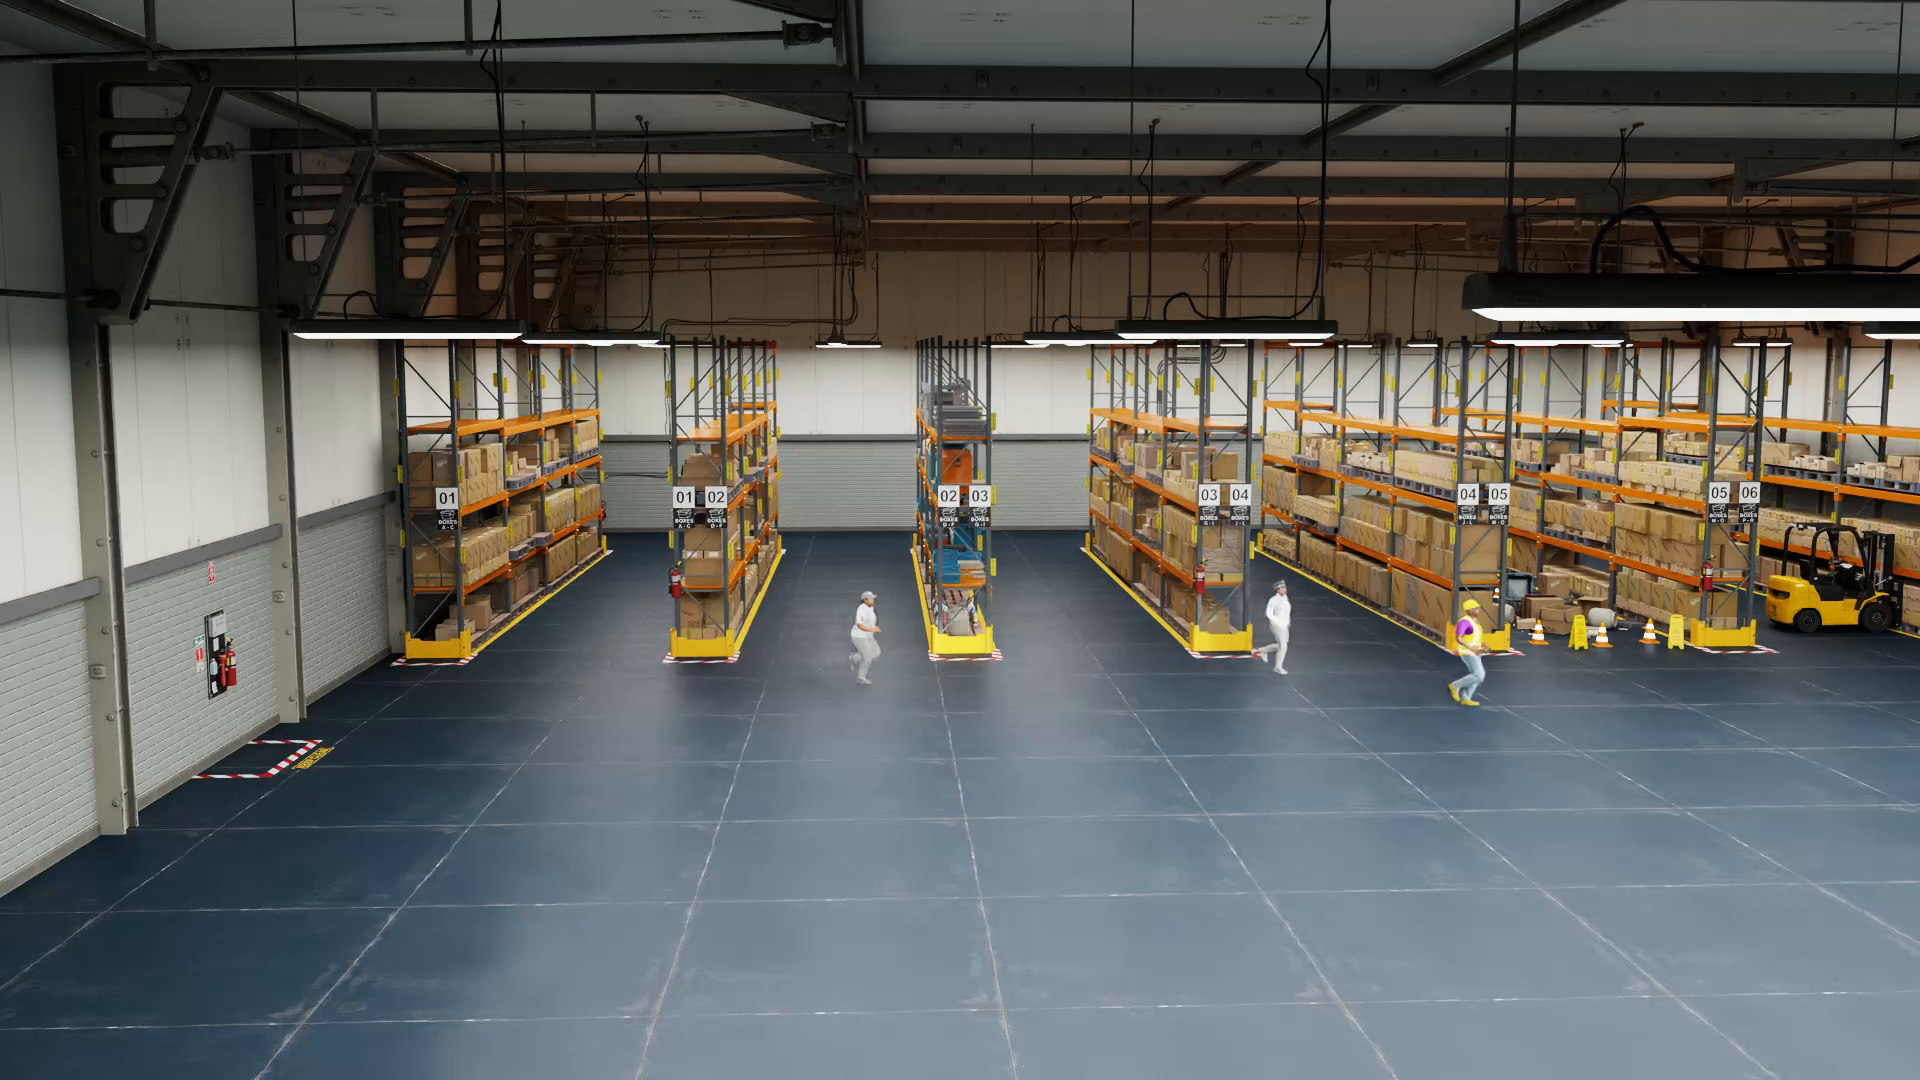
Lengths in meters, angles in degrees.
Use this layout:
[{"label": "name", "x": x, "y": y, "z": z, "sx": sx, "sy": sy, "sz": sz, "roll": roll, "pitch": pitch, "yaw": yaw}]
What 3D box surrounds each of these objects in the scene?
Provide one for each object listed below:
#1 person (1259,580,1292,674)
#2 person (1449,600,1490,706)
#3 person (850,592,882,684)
[{"label": "person", "x": 5.649, "y": 1.532, "z": 29.738, "sx": 0.623, "sy": 1.686, "sz": 0.635, "roll": 6, "pitch": 9, "yaw": 44}, {"label": "person", "x": 8.229, "y": 1.819, "z": 26.856, "sx": 0.575, "sy": 1.719, "sz": 0.680, "roll": 4, "pitch": 7, "yaw": 28}, {"label": "person", "x": -1.620, "y": 1.689, "z": 28.710, "sx": 0.630, "sy": 1.610, "sz": 0.645, "roll": 2, "pitch": 7, "yaw": 17}]
